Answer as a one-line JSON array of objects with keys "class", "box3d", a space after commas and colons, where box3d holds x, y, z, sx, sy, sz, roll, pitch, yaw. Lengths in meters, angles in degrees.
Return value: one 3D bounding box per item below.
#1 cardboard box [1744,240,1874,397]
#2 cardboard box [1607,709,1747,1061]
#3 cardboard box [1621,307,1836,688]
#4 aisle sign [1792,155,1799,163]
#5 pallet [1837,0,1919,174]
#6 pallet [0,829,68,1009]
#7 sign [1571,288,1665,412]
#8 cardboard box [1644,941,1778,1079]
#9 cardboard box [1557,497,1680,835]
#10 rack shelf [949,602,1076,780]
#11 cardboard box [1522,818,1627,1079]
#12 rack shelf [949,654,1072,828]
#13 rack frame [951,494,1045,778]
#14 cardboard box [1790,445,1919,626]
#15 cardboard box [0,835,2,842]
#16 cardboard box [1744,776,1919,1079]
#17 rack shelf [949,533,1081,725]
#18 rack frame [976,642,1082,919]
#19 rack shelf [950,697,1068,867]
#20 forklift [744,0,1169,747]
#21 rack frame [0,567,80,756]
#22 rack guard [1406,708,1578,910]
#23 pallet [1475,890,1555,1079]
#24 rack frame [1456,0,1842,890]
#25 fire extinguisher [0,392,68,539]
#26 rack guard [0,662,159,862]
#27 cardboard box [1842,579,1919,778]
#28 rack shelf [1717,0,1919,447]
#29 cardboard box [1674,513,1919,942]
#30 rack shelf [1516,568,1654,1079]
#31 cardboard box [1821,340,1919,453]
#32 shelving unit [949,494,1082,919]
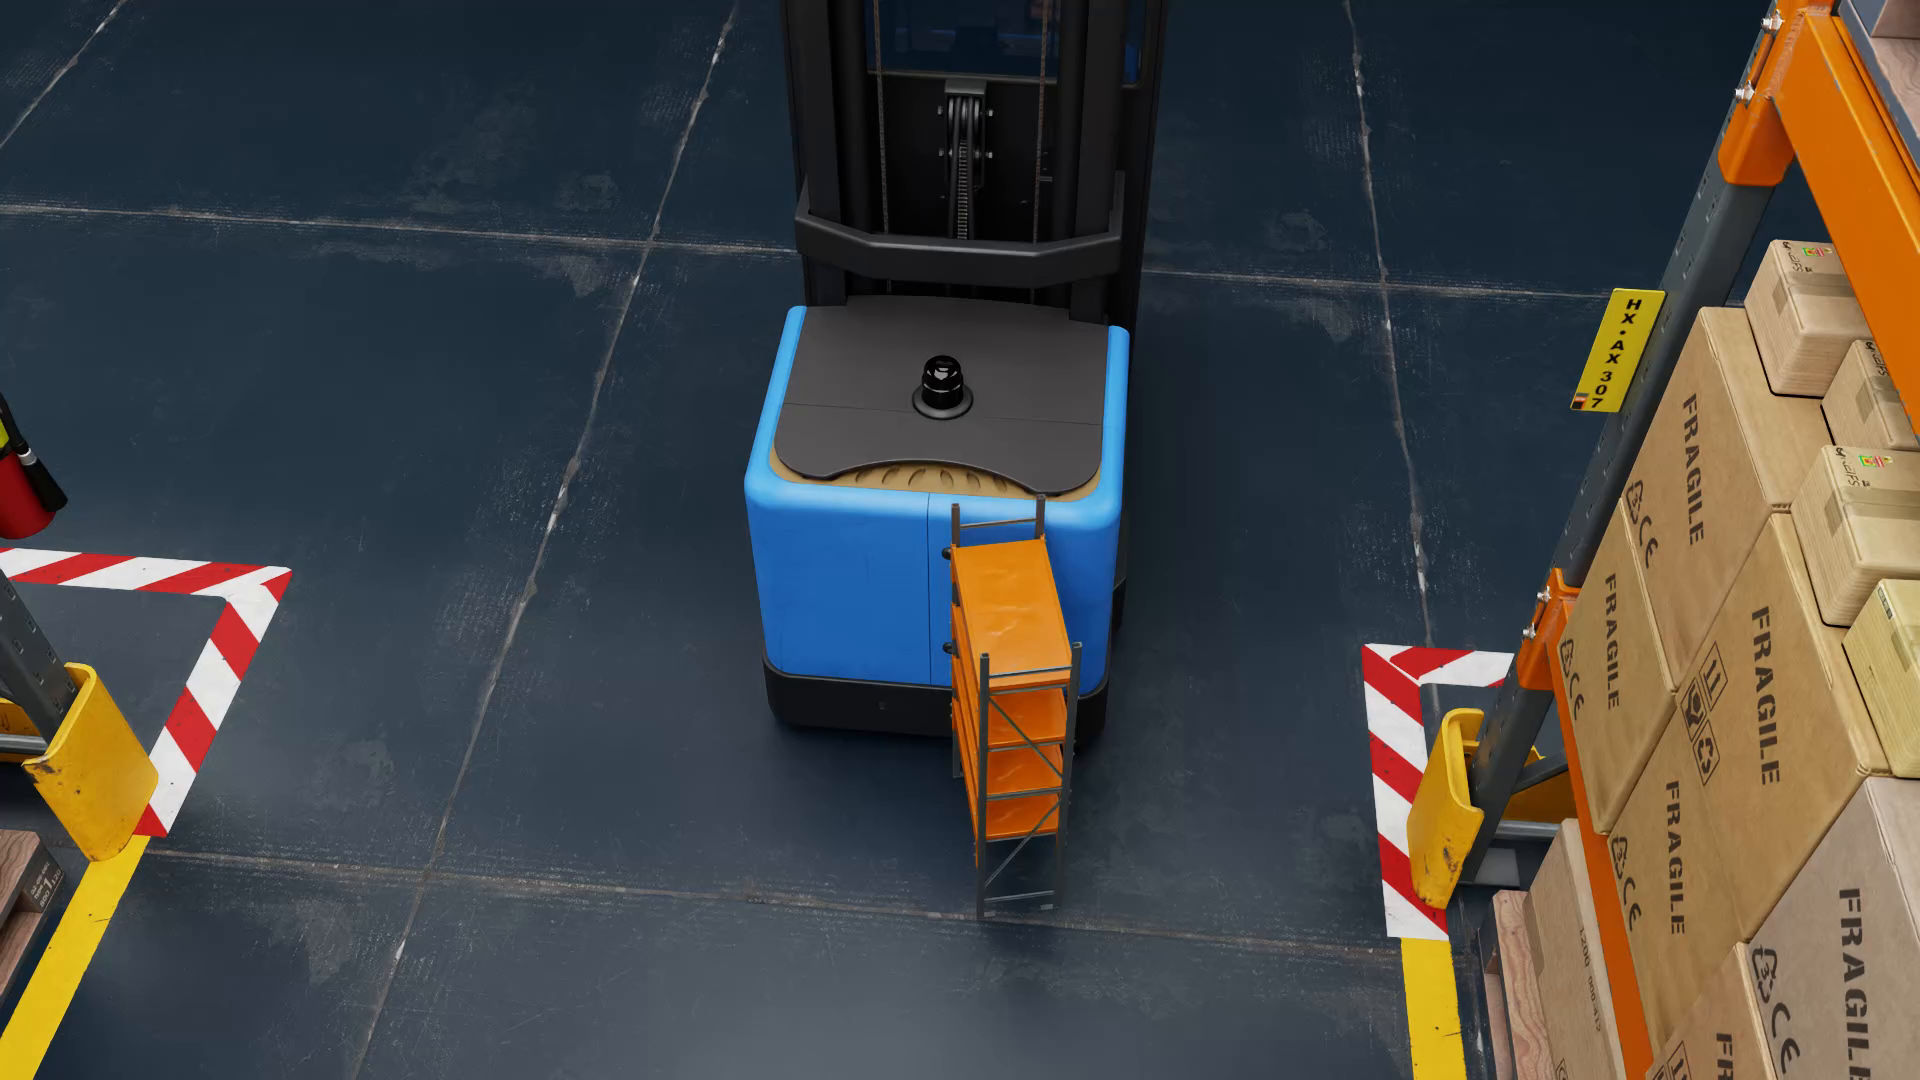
[{"class": "cardboard box", "box3d": [1.598, -0.374, 2.874, 0.380, 0.149, 0.250, 5, 48, 4]}, {"class": "cardboard box", "box3d": [1.558, 0.647, 3.058, 0.500, 0.500, 0.500, 3, 48, 3]}, {"class": "cardboard box", "box3d": [1.579, -0.064, 3.030, 0.500, 0.500, 0.500, 3, 48, 3]}, {"class": "aisle sign", "box3d": [1.624, -0.976, 2.848, 0.394, 0.787, 0.004, 4, 48, 4]}, {"class": "pallet", "box3d": [1.849, -0.463, 2.168, 1.003, 0.211, 1.213, 4, 48, 4]}, {"class": "pallet", "box3d": [-3.149, 1.307, 4.412, 1.003, 0.211, 1.213, 4, 48, 4]}, {"class": "sign", "box3d": [1.354, -0.387, 3.431, 0.100, 0.325, 0.005, 4, 48, 4]}, {"class": "cardboard box", "box3d": [1.494, 1.020, 2.717, 0.500, 0.500, 0.500, 4, 48, 3]}, {"class": "cardboard box", "box3d": [1.576, 0.273, 3.399, 0.500, 0.500, 0.500, 4, 48, 3]}, {"class": "rack shelf", "box3d": [0.132, 0.378, 4.379, 0.258, 0.148, 0.480, -6, 48, -5]}, {"class": "cardboard box", "box3d": [1.945, 1.188, 4.082, 0.875, 0.438, 0.875, 2, 48, 2]}, {"class": "rack shelf", "box3d": [0.132, 0.529, 4.544, 0.258, 0.148, 0.480, -6, 48, -5]}, {"class": "rack frame", "box3d": [0.097, 0.306, 4.657, 0.240, 1.200, 0.015, -6, 48, -5]}, {"class": "cardboard box", "box3d": [1.507, 0.007, 2.526, 0.380, 0.149, 0.250, 5, 48, 5]}, {"class": "cardboard box", "box3d": [-2.797, 0.842, 4.393, 0.380, 0.149, 0.250, 3, 48, 2]}, {"class": "cardboard box", "box3d": [1.499, 0.695, 2.336, 0.500, 0.500, 0.500, 4, 48, 3]}, {"class": "rack shelf", "box3d": [0.132, 0.219, 4.204, 0.258, 0.148, 0.480, -6, 48, -5]}, {"class": "rack frame", "box3d": [0.167, 0.662, 4.331, 0.240, 1.200, 0.015, -6, 48, -5]}, {"class": "rack shelf", "box3d": [0.132, 0.663, 4.690, 0.258, 0.148, 0.480, -6, 48, -5]}, {"class": "forklift", "box3d": [0.062, -1.452, 5.092, 1.130, 2.935, 3.031, 4, 48, 4]}, {"class": "rack frame", "box3d": [-3.033, -0.285, 3.978, 1.000, 3.000, 0.127, 4, 48, 4]}, {"class": "rack guard", "box3d": [1.908, 0.800, 4.680, 1.175, 0.500, 0.348, 4, 48, 4]}, {"class": "pallet", "box3d": [1.911, 1.508, 4.228, 1.003, 0.211, 1.213, 4, 48, 4]}, {"class": "rack frame", "box3d": [1.906, -0.026, 3.741, 1.000, 3.000, 0.127, 4, 48, 4]}, {"class": "fire extinguisher", "box3d": [-2.550, -0.287, 4.285, 0.296, 0.674, 0.183, 4, 48, 4]}, {"class": "rack guard", "box3d": [-3.040, 0.615, 4.849, 1.175, 0.500, 0.348, 4, 48, 4]}, {"class": "cardboard box", "box3d": [1.501, 0.201, 2.348, 0.380, 0.149, 0.250, 2, 48, 2]}, {"class": "rack shelf", "box3d": [1.724, 0.674, 1.556, 1.077, 0.370, 4.000, 4, 48, 4]}, {"class": "cardboard box", "box3d": [1.538, 0.316, 2.683, 0.500, 0.500, 0.500, 3, 48, 2]}, {"class": "rack shelf", "box3d": [1.724, 1.686, 2.662, 1.077, 0.370, 4.000, 4, 48, 4]}, {"class": "cardboard box", "box3d": [1.645, -0.177, 2.694, 0.380, 0.149, 0.250, 5, 48, 4]}, {"class": "shelving unit", "box3d": [0.132, 0.484, 4.494, 0.258, 1.200, 0.503, -6, 48, -5]}]
